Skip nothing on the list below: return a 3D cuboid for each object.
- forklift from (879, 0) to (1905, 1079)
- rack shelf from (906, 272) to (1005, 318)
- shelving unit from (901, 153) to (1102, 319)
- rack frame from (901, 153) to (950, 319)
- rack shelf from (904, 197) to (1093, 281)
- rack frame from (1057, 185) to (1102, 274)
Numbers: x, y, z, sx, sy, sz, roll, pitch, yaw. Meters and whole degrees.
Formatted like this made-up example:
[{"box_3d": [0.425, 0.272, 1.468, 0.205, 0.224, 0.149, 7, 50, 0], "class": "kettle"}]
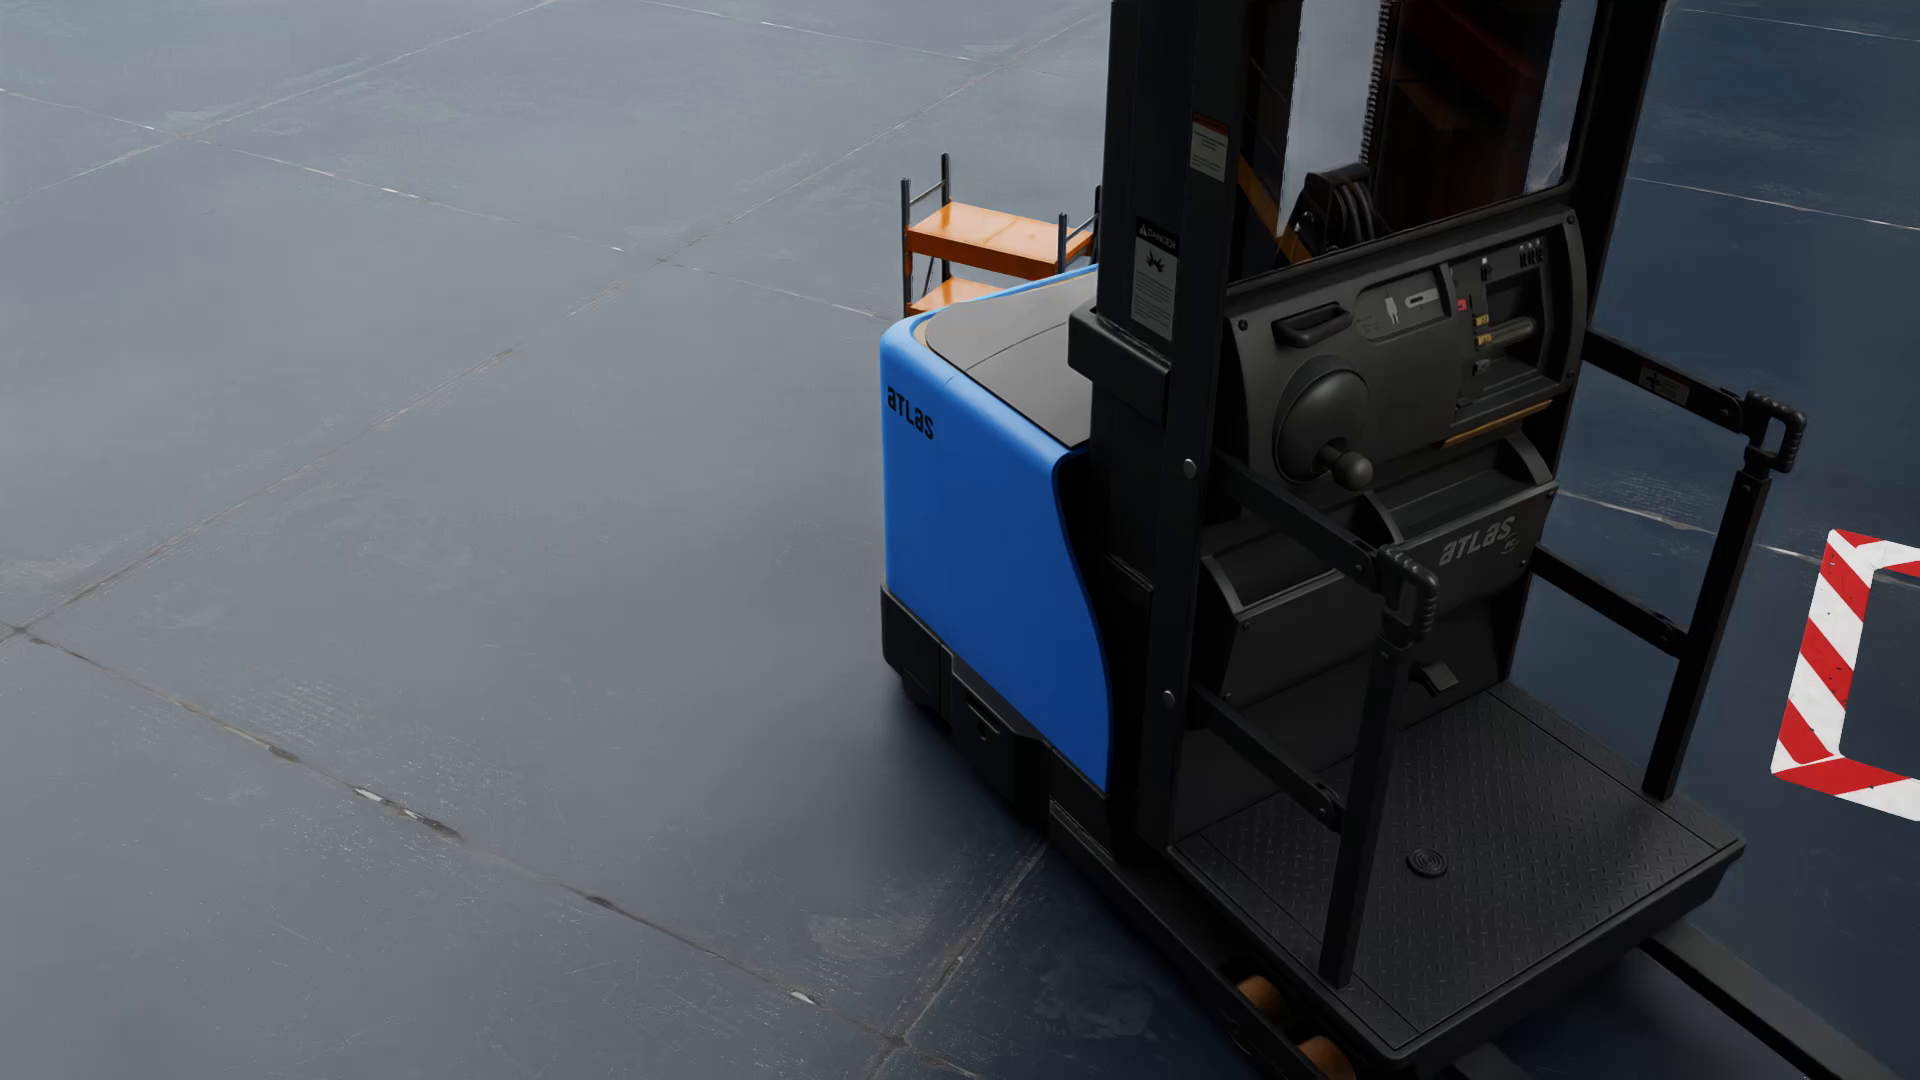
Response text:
[{"box_3d": [1.009, -0.324, 3.092, 1.130, 2.935, 3.031, -20, 38, -27], "class": "forklift"}, {"box_3d": [0.115, -0.610, 4.802, 0.480, 0.148, 0.258, 18, 38, 25], "class": "rack shelf"}, {"box_3d": [0.115, -0.480, 4.888, 0.503, 1.200, 0.258, 18, 38, 25], "class": "shelving unit"}, {"box_3d": [-0.097, -0.547, 4.990, 0.015, 1.200, 0.240, 18, 38, 25], "class": "rack frame"}, {"box_3d": [0.115, -0.807, 4.670, 0.480, 0.148, 0.258, 18, 38, 25], "class": "rack shelf"}, {"box_3d": [0.326, -0.412, 4.787, 0.015, 1.200, 0.240, 18, 38, 25], "class": "rack frame"}]
